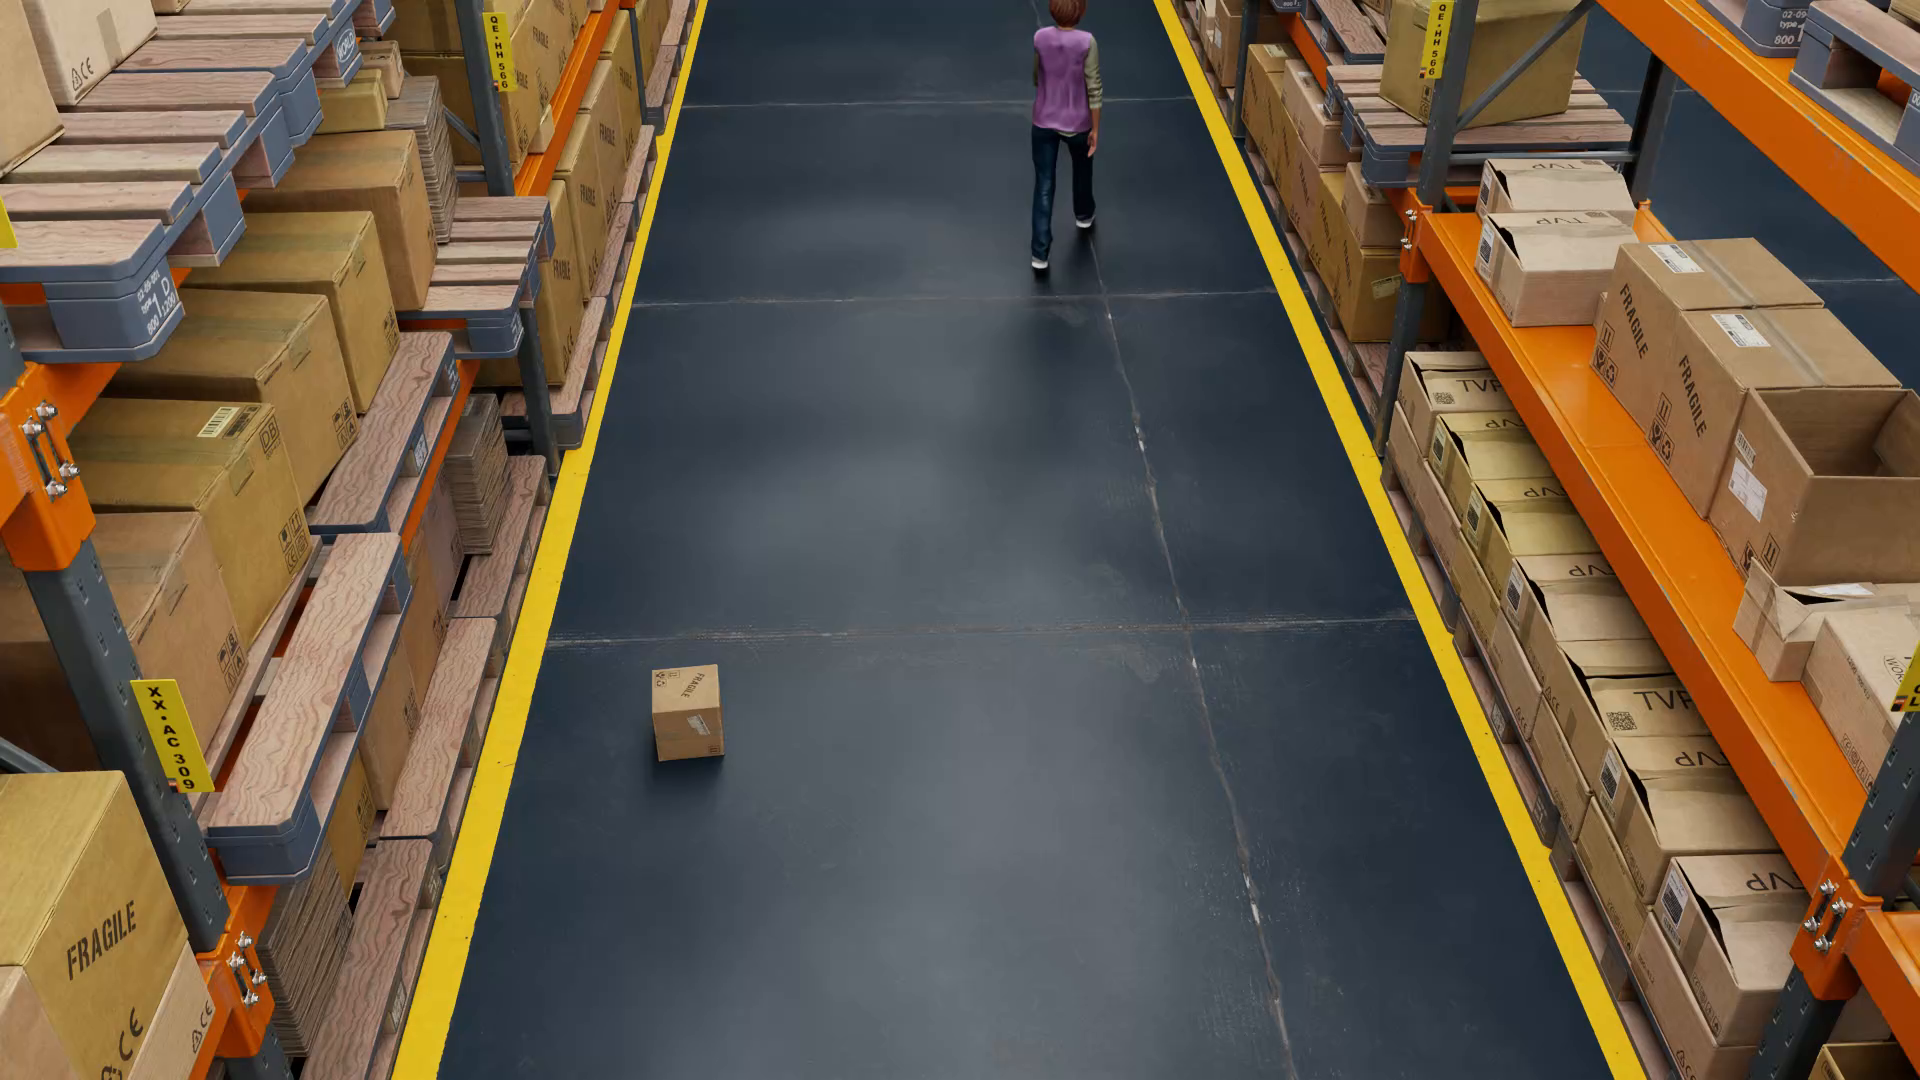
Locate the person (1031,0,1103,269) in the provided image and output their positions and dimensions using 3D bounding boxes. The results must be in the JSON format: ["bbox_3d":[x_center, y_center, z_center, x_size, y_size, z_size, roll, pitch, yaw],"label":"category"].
[{"bbox_3d":[0.608,-2.409,9.487,0.429,1.535,0.942,7,36,10],"label":"person"}]
